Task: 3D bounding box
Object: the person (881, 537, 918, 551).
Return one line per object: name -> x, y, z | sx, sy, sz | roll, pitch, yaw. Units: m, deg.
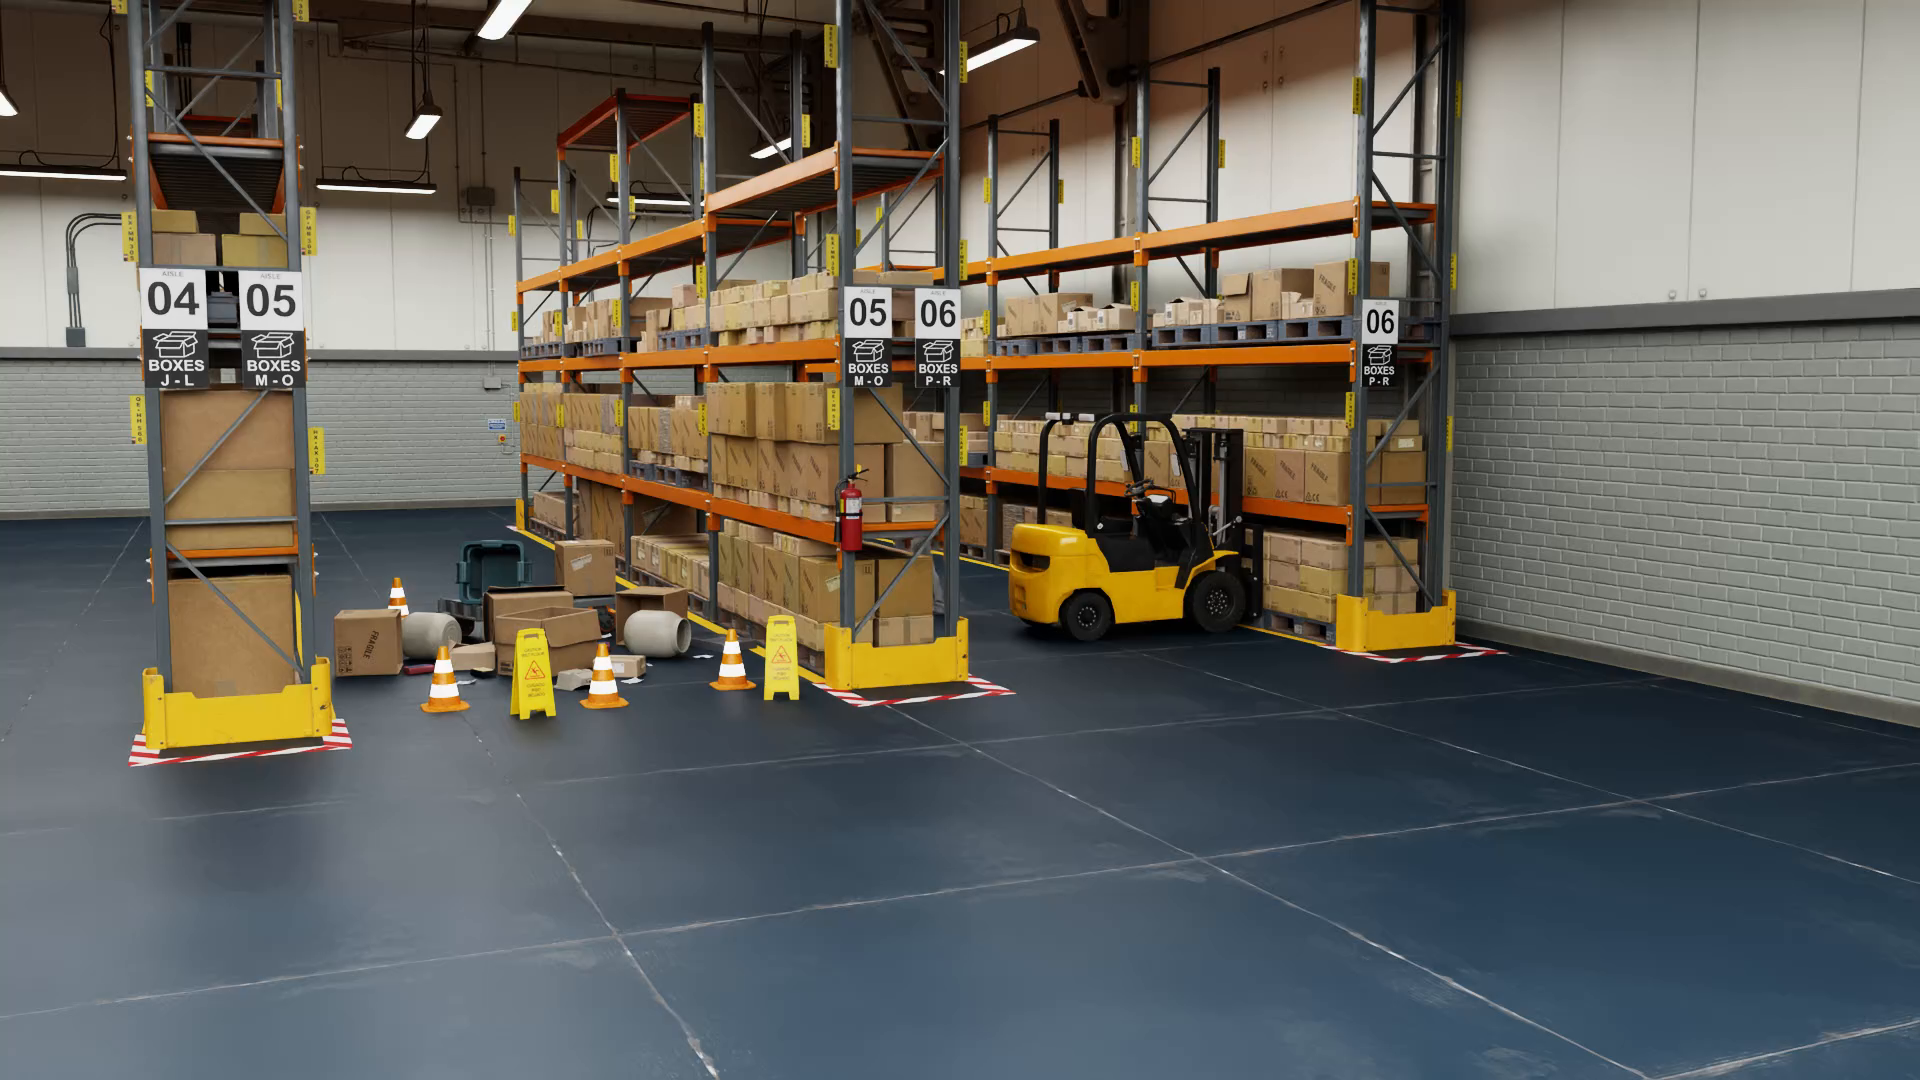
person -> -0.653, -0.115, 17.811 | 0.583, 1.765, 0.585 | 3, 6, 32
